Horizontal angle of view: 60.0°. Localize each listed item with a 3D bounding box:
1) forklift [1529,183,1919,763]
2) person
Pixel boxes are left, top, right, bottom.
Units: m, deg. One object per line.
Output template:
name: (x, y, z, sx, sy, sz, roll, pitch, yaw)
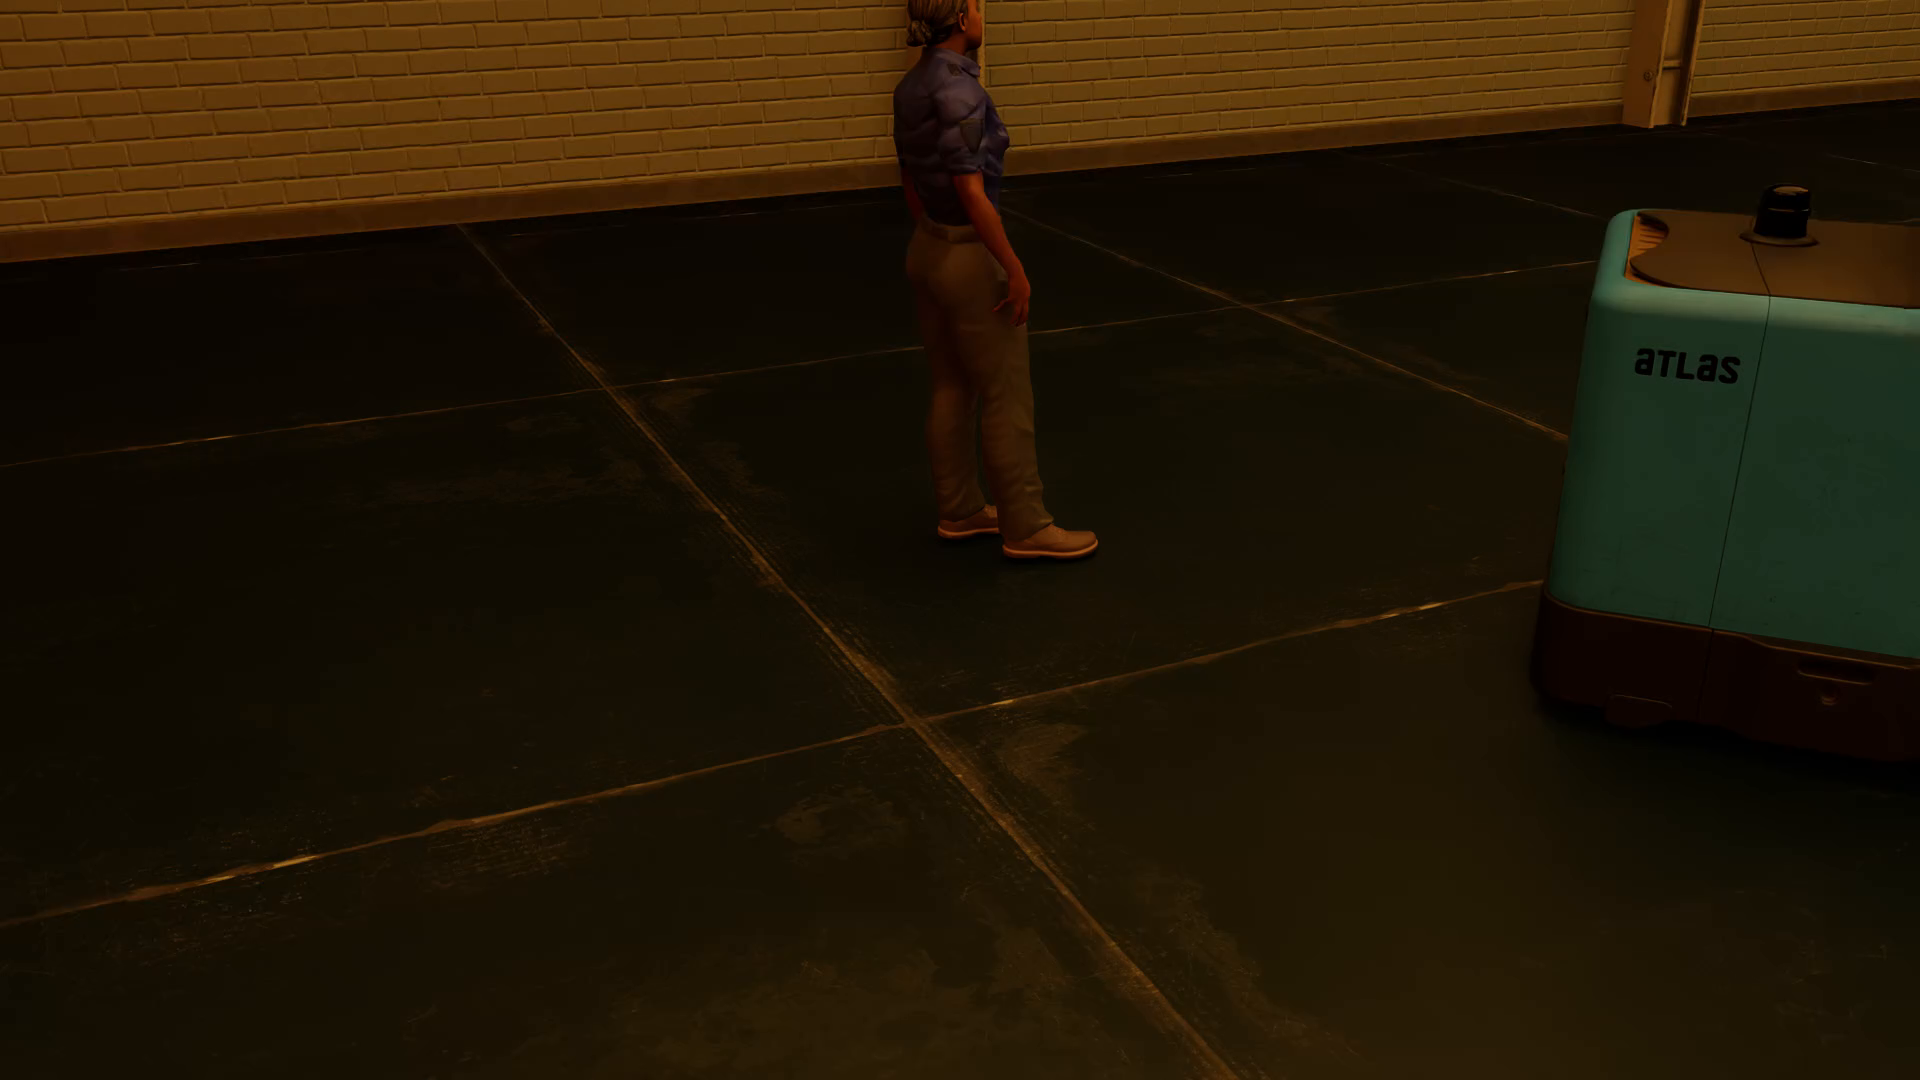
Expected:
forklift: (2.968, -0.880, 3.404, 3.031, 2.935, 1.130, 9, 24, 20)
person: (0.088, -0.778, 4.804, 0.504, 1.654, 0.569, -10, 25, -23)
